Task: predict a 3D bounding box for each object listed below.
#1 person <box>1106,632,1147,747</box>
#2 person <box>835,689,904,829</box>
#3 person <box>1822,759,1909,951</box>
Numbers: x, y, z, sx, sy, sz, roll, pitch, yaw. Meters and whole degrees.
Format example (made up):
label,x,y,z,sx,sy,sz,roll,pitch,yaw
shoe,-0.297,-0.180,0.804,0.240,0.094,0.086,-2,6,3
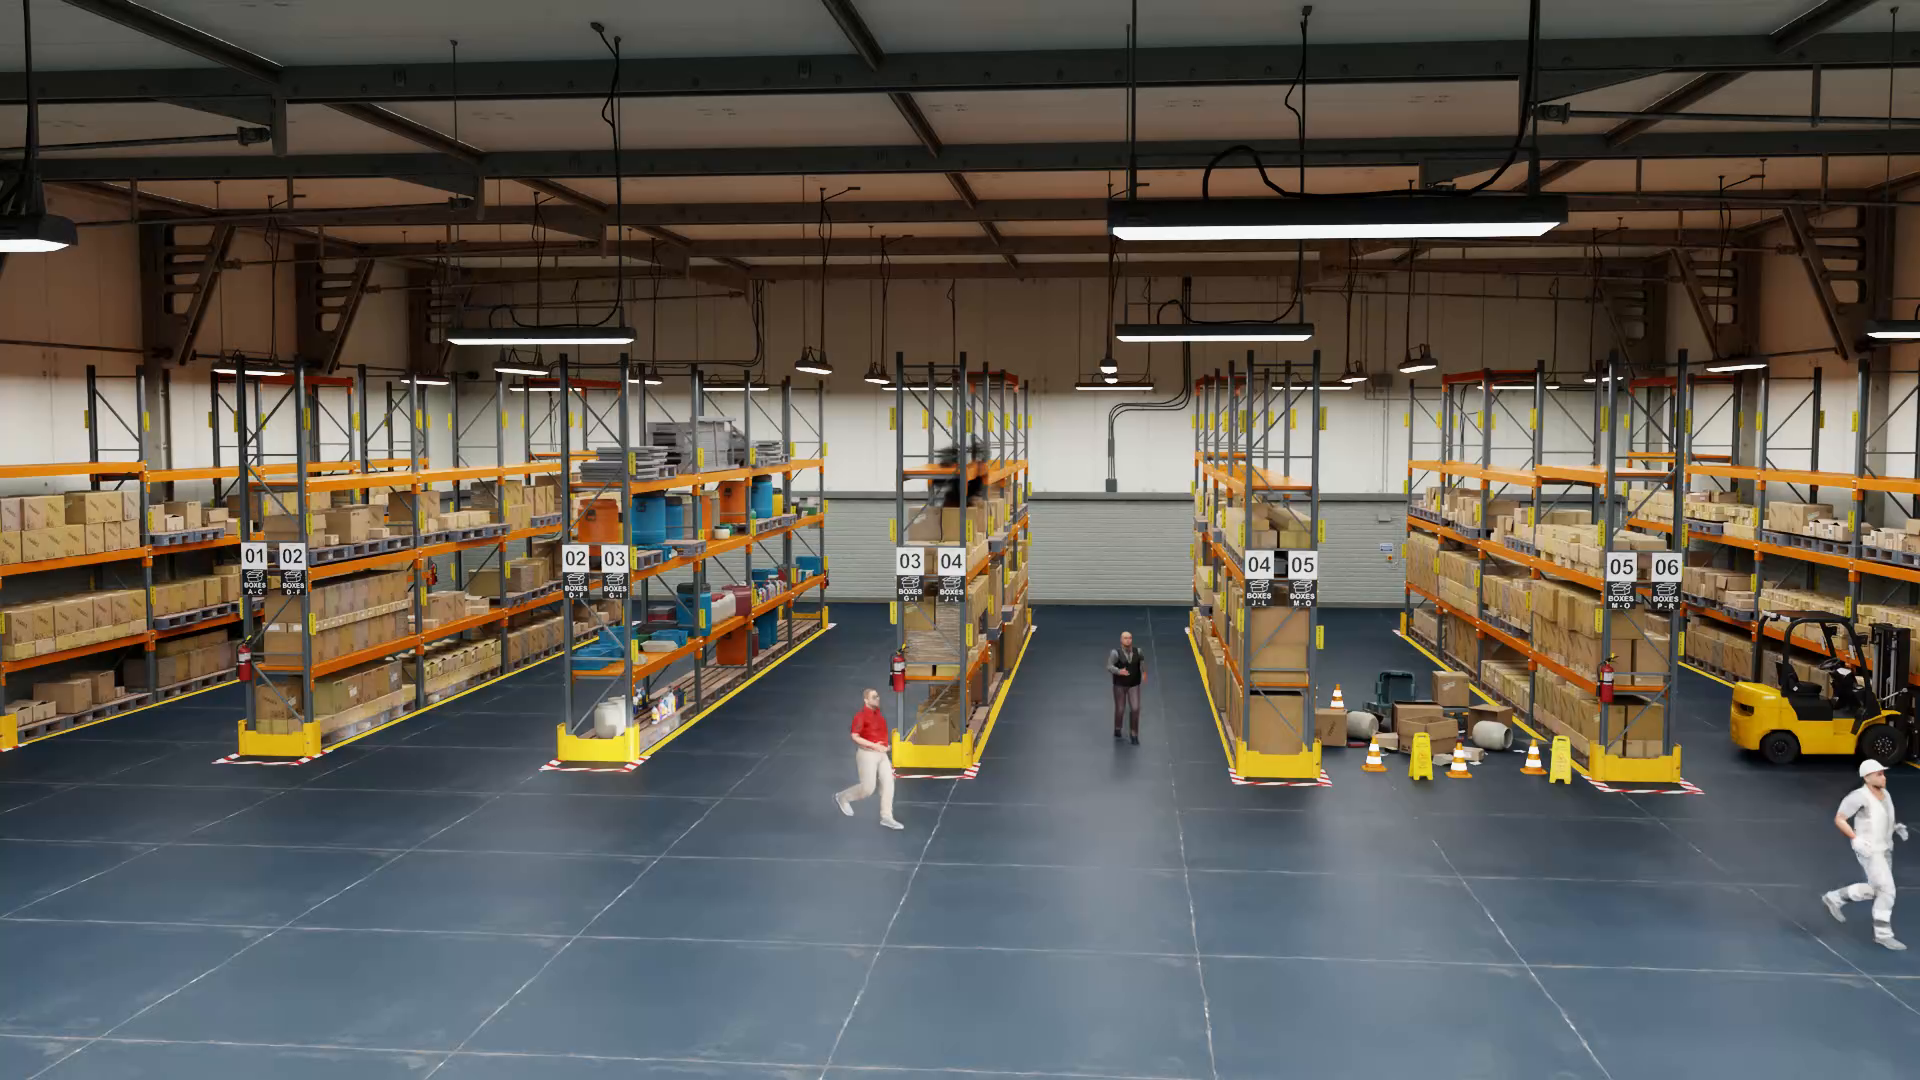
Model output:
label,x,y,z,sx,sy,sz,roll,pitch,yaw
person,2.596,2.319,25.874,0.673,1.804,0.760,0,4,-5
person,-1.112,2.724,20.566,0.919,1.644,0.673,2,5,31
person,8.744,2.987,16.021,0.646,1.779,0.816,-3,5,-33
